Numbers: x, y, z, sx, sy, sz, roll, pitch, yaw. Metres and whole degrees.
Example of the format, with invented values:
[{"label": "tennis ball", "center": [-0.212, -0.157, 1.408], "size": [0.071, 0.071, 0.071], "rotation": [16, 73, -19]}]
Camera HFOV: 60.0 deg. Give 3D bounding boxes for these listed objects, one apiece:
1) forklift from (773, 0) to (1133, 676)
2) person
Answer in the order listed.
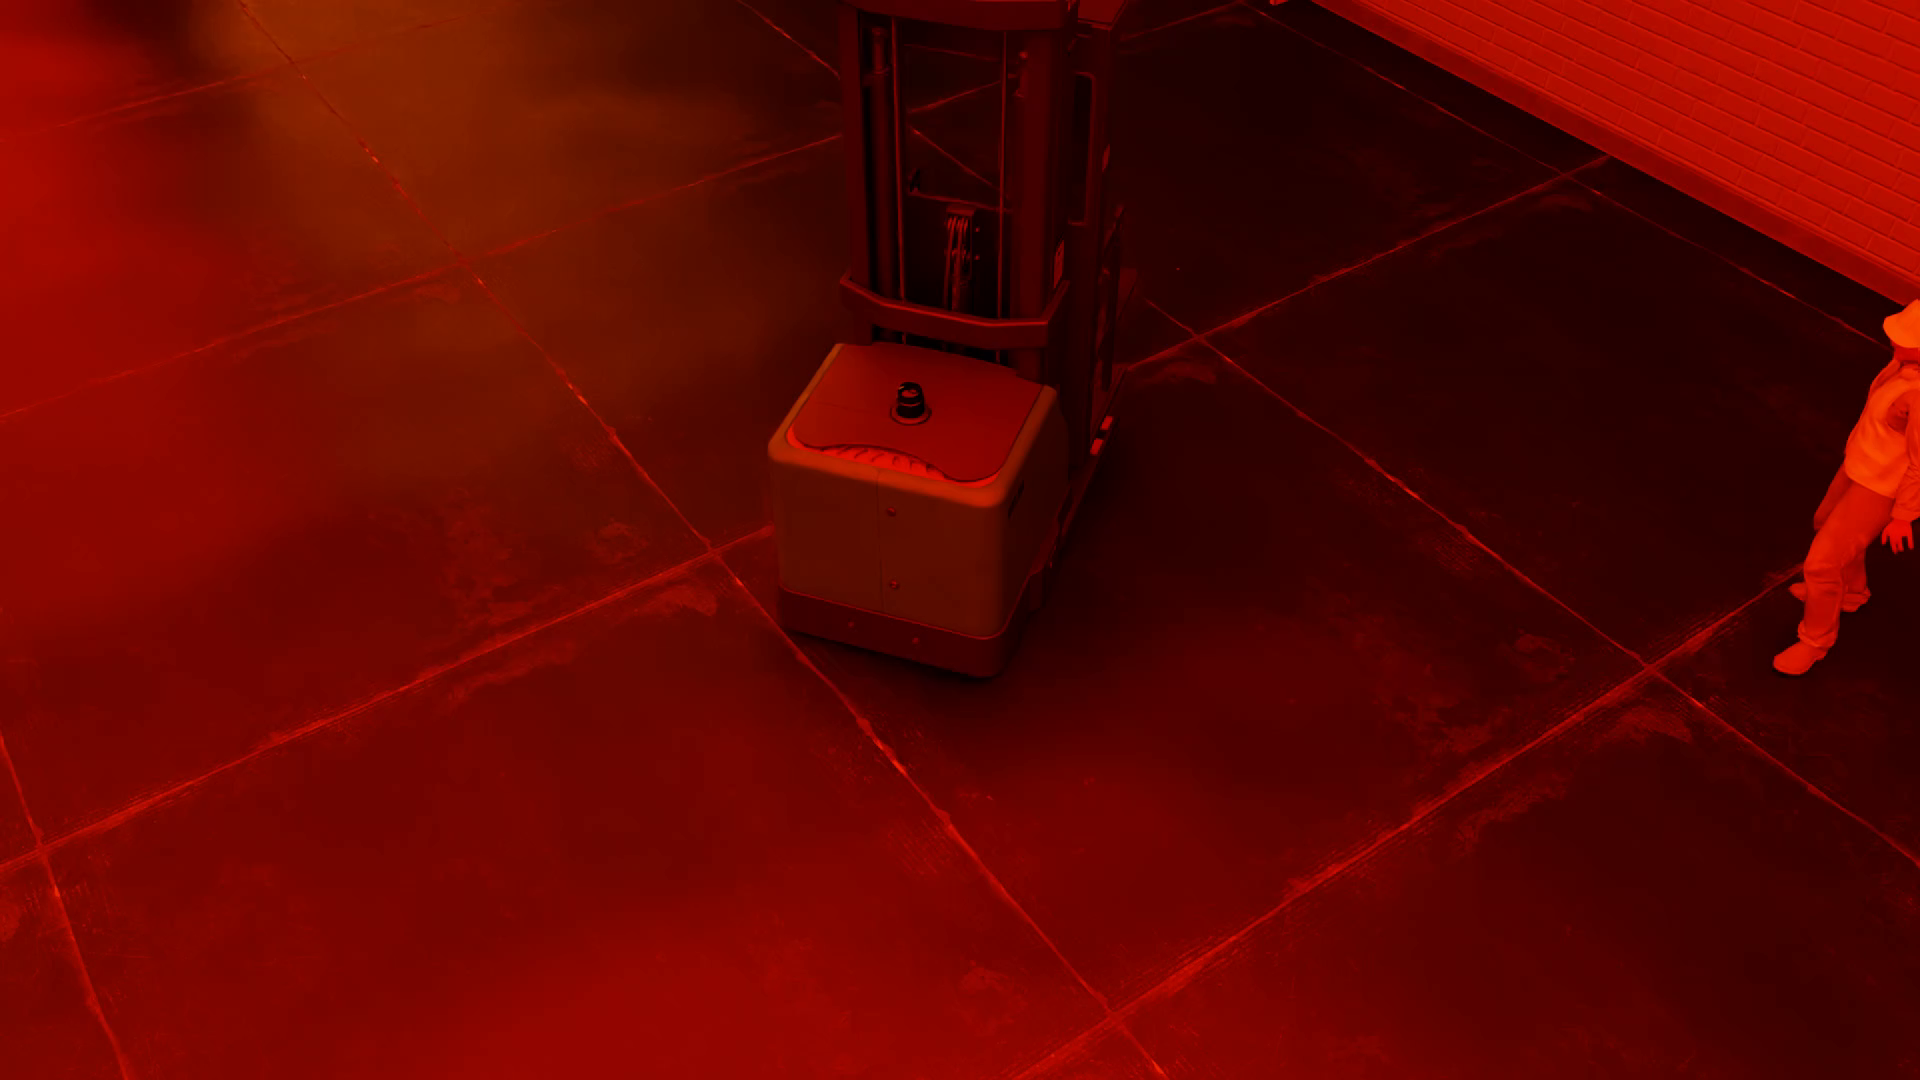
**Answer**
[{"label": "forklift", "center": [0.136, -1.507, 7.351], "size": [1.130, 2.935, 3.031], "rotation": [11, 44, 12]}, {"label": "person", "center": [3.823, -0.284, 6.914], "size": [0.463, 1.743, 0.854], "rotation": [14, 45, 15]}]
